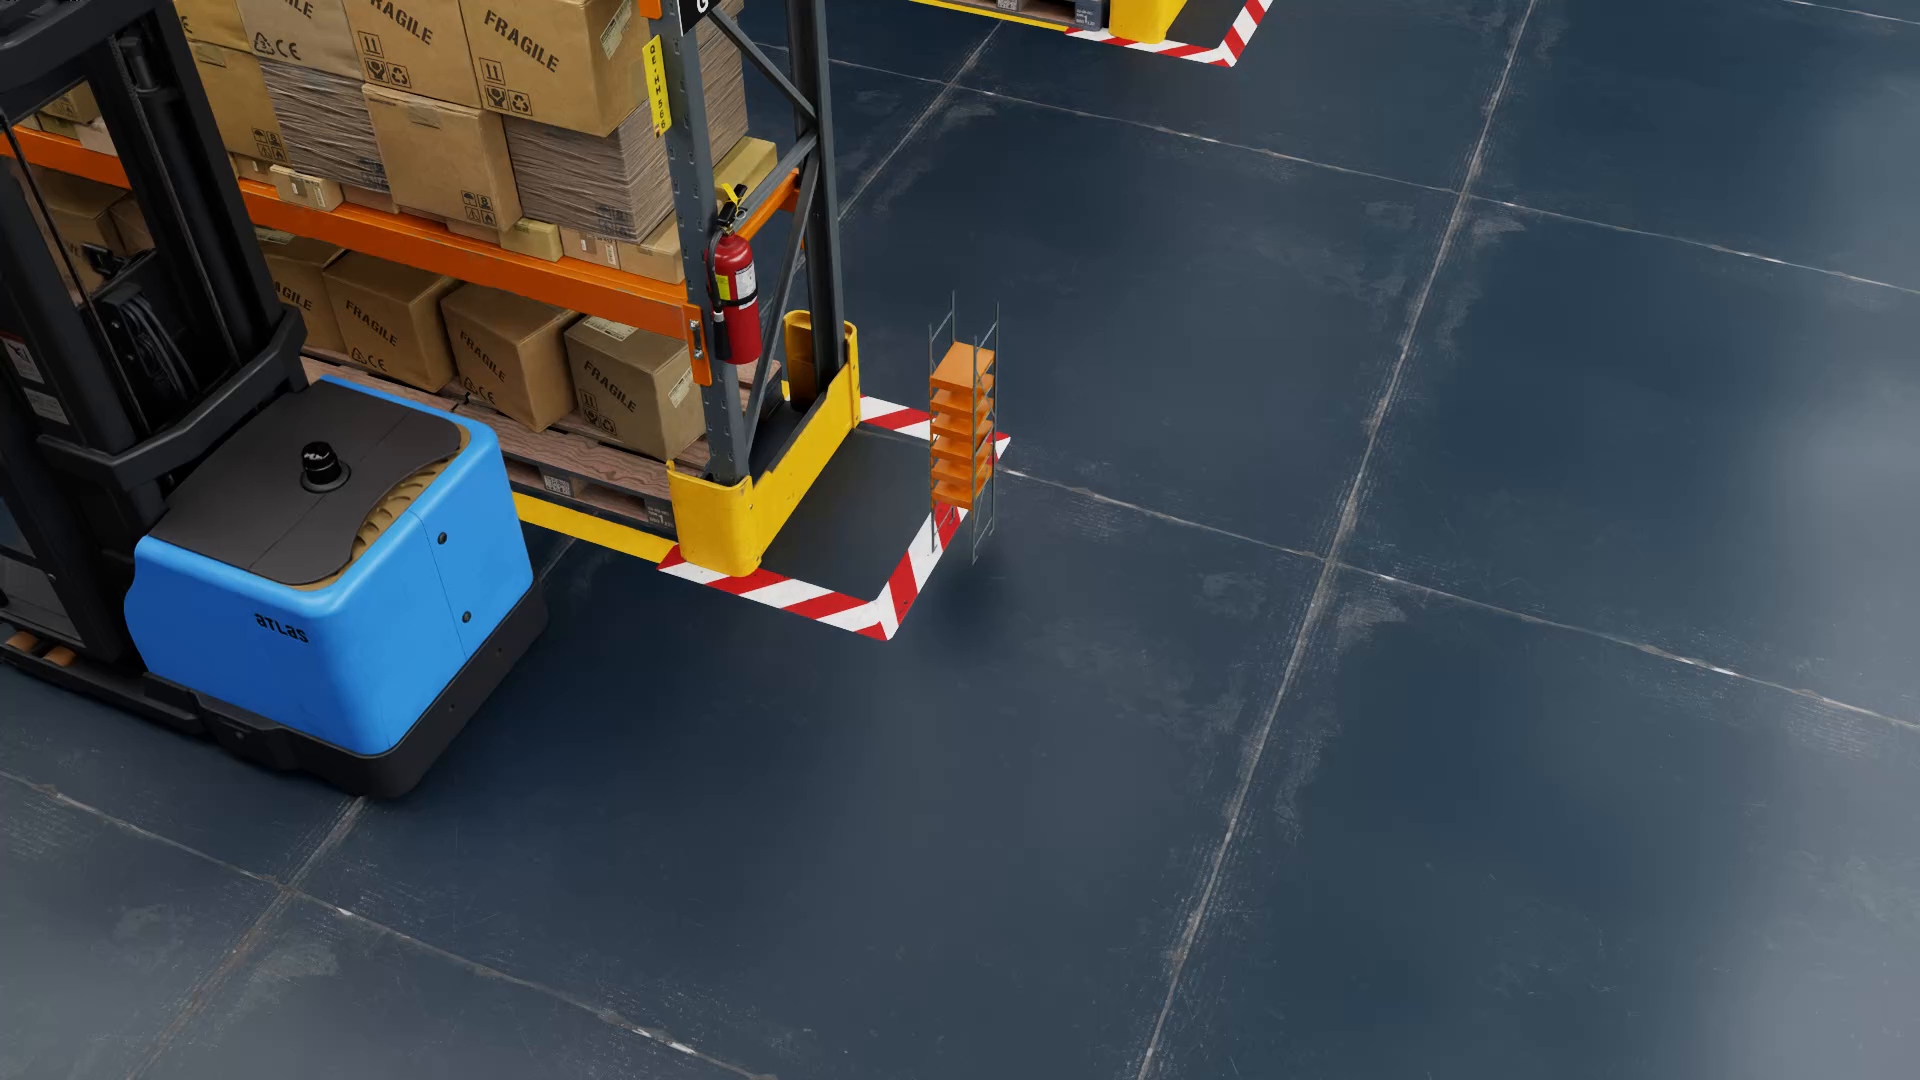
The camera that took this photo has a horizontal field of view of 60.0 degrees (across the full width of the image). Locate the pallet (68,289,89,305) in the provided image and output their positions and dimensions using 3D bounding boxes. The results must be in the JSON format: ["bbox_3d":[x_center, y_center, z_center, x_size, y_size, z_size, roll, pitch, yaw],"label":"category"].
[{"bbox_3d":[-3.807,-1.238,8.184,1.213,0.211,1.003,16,47,16],"label":"pallet"}]

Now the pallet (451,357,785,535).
[{"bbox_3d":[-1.555,-0.575,7.518,1.213,0.211,1.003,16,47,16],"label":"pallet"}]

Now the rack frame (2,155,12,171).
[{"bbox_3d":[-4.440,-2.386,7.360,0.127,3.000,1.000,16,47,16],"label":"rack frame"}]

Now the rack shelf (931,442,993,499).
[{"bbox_3d":[0.014,-0.305,6.778,0.180,0.103,0.258,16,47,16],"label":"rack shelf"}]

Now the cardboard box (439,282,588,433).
[{"bbox_3d":[-1.883,-0.883,7.324,0.500,0.500,0.500,29,52,26],"label":"cardboard box"}]

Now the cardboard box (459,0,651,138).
[{"bbox_3d":[-1.351,-1.783,5.764,0.500,0.500,0.500,16,47,16],"label":"cardboard box"}]

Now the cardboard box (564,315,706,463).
[{"bbox_3d":[-1.319,-0.743,7.183,0.500,0.500,0.500,25,50,23],"label":"cardboard box"}]

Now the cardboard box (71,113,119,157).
[{"bbox_3d":[-3.441,-1.760,6.909,0.250,0.149,0.380,16,47,16],"label":"cardboard box"}]

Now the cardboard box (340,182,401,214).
[{"bbox_3d":[-2.251,-1.482,6.630,0.250,0.149,0.380,16,47,16],"label":"cardboard box"}]

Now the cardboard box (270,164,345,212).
[{"bbox_3d":[-2.516,-1.493,6.640,0.250,0.149,0.380,16,47,16],"label":"cardboard box"}]

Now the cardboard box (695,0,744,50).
[{"bbox_3d":[-1.151,-2.122,6.104,0.500,0.500,0.500,16,47,16],"label":"cardboard box"}]

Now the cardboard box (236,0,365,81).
[{"bbox_3d":[-2.276,-2.053,6.035,0.500,0.500,0.500,16,47,16],"label":"cardboard box"}]

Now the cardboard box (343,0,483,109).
[{"bbox_3d":[-1.815,-1.916,5.897,0.500,0.500,0.500,16,47,16],"label":"cardboard box"}]

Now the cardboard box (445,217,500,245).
[{"bbox_3d":[-1.797,-1.334,6.481,0.250,0.149,0.380,16,47,16],"label":"cardboard box"}]

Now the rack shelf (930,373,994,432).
[{"bbox_3d":[0.014,-0.560,6.524,0.180,0.103,0.258,16,47,16],"label":"rack shelf"}]

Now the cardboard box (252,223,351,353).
[{"bbox_3d":[-2.952,-1.246,7.689,0.500,0.500,0.500,13,46,12],"label":"cardboard box"}]

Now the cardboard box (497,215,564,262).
[{"bbox_3d":[-1.572,-1.256,6.403,0.250,0.149,0.380,16,47,16],"label":"cardboard box"}]

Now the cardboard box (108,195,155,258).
[{"bbox_3d":[-3.555,-1.363,7.807,0.500,0.500,0.500,32,53,28],"label":"cardboard box"}]

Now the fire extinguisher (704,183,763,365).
[{"bbox_3d":[-0.820,-0.941,5.963,0.183,0.674,0.296,16,47,16],"label":"fire extinguisher"}]

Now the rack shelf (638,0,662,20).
[{"bbox_3d":[-2.595,-2.651,6.010,4.000,0.370,1.077,16,47,16],"label":"rack shelf"}]

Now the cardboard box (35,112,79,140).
[{"bbox_3d":[-3.656,-1.855,7.004,0.250,0.149,0.380,16,47,16],"label":"cardboard box"}]

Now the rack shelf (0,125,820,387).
[{"bbox_3d":[-2.595,-1.588,7.068,4.000,0.370,1.077,16,47,16],"label":"rack shelf"}]

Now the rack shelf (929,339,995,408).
[{"bbox_3d":[0.014,-0.645,6.439,0.180,0.103,0.258,16,47,16],"label":"rack shelf"}]

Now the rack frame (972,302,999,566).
[{"bbox_3d":[0.098,-0.396,6.637,0.006,1.200,0.240,16,47,16],"label":"rack frame"}]

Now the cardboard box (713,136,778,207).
[{"bbox_3d":[-0.920,-1.443,6.591,0.250,0.149,0.380,16,47,16],"label":"cardboard box"}]

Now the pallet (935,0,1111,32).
[{"bbox_3d":[0.486,-3.679,10.637,1.213,0.211,1.003,16,47,16],"label":"pallet"}]

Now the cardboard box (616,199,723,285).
[{"bbox_3d":[-1.091,-1.154,6.300,0.250,0.149,0.380,16,47,16],"label":"cardboard box"}]

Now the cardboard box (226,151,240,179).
[{"bbox_3d":[-2.968,-1.644,6.793,0.250,0.149,0.380,16,47,16],"label":"cardboard box"}]

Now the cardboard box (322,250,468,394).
[{"bbox_3d":[-2.454,-1.065,7.507,0.500,0.500,0.500,21,48,19],"label":"cardboard box"}]

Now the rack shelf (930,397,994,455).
[{"bbox_3d":[0.014,-0.475,6.608,0.180,0.103,0.258,16,47,16],"label":"rack shelf"}]

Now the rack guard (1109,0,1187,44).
[{"bbox_3d":[1.276,-3.608,10.361,0.348,0.500,1.175,16,47,16],"label":"rack guard"}]

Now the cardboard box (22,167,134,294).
[{"bbox_3d":[-4.087,-1.514,7.958,0.500,0.500,0.500,15,47,15],"label":"cardboard box"}]

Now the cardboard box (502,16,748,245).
[{"bbox_3d":[-1.246,-1.608,6.296,0.500,0.500,0.875,16,47,16],"label":"cardboard box"}]

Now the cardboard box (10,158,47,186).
[{"bbox_3d":[-4.999,-1.836,8.268,0.500,0.500,0.700,13,46,13],"label":"cardboard box"}]

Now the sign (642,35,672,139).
[{"bbox_3d":[-0.981,-1.466,5.391,0.005,0.325,0.100,16,47,16],"label":"sign"}]

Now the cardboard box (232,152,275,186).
[{"bbox_3d":[-2.720,-1.606,6.754,0.250,0.149,0.380,16,47,16],"label":"cardboard box"}]

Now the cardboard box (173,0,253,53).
[{"bbox_3d":[-2.734,-2.194,6.177,0.500,0.500,0.500,16,47,16],"label":"cardboard box"}]

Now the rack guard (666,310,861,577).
[{"bbox_3d":[-0.819,-0.434,7.171,0.348,0.500,1.175,16,47,16],"label":"rack guard"}]

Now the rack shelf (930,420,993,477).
[{"bbox_3d":[0.014,-0.390,6.693,0.180,0.103,0.258,16,47,16],"label":"rack shelf"}]

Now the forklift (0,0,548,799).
[{"bbox_3d":[-3.215,-0.788,5.803,3.031,2.935,1.130,17,47,16],"label":"forklift"}]

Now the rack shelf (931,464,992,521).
[{"bbox_3d":[0.014,-0.220,6.862,0.180,0.103,0.258,16,47,16],"label":"rack shelf"}]

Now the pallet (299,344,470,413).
[{"bbox_3d":[-2.677,-0.908,7.852,1.213,0.211,1.003,16,47,16],"label":"pallet"}]

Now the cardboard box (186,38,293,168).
[{"bbox_3d":[-2.655,-1.973,6.663,0.500,0.500,0.875,16,47,16],"label":"cardboard box"}]

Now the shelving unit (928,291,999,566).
[{"bbox_3d":[0.014,-0.421,6.662,0.189,1.200,0.258,16,47,16],"label":"shelving unit"}]

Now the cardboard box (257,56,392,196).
[{"bbox_3d":[-2.198,-1.829,6.519,0.500,0.500,0.875,16,47,16],"label":"cardboard box"}]

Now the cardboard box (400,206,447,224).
[{"bbox_3d":[-2.012,-1.429,6.577,0.250,0.149,0.380,16,47,16],"label":"cardboard box"}]

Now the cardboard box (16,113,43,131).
[{"bbox_3d":[-3.891,-1.916,7.066,0.250,0.149,0.380,16,47,16],"label":"cardboard box"}]

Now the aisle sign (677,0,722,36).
[{"bbox_3d":[-0.807,-2.009,5.138,0.004,0.787,0.394,16,47,16],"label":"aisle sign"}]

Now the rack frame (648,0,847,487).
[{"bbox_3d":[-0.749,-1.300,6.268,0.127,3.000,1.000,16,47,16],"label":"rack frame"}]

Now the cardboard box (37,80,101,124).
[{"bbox_3d":[-3.601,-2.206,6.897,0.500,0.500,0.875,16,47,16],"label":"cardboard box"}]

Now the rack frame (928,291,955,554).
[{"bbox_3d":[-0.071,-0.446,6.687,0.006,1.200,0.240,16,47,16],"label":"rack frame"}]

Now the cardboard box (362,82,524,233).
[{"bbox_3d":[-1.753,-1.665,6.354,0.500,0.500,0.875,16,47,16],"label":"cardboard box"}]

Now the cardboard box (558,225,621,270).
[{"bbox_3d":[-1.322,-1.222,6.368,0.250,0.149,0.380,16,47,16],"label":"cardboard box"}]
